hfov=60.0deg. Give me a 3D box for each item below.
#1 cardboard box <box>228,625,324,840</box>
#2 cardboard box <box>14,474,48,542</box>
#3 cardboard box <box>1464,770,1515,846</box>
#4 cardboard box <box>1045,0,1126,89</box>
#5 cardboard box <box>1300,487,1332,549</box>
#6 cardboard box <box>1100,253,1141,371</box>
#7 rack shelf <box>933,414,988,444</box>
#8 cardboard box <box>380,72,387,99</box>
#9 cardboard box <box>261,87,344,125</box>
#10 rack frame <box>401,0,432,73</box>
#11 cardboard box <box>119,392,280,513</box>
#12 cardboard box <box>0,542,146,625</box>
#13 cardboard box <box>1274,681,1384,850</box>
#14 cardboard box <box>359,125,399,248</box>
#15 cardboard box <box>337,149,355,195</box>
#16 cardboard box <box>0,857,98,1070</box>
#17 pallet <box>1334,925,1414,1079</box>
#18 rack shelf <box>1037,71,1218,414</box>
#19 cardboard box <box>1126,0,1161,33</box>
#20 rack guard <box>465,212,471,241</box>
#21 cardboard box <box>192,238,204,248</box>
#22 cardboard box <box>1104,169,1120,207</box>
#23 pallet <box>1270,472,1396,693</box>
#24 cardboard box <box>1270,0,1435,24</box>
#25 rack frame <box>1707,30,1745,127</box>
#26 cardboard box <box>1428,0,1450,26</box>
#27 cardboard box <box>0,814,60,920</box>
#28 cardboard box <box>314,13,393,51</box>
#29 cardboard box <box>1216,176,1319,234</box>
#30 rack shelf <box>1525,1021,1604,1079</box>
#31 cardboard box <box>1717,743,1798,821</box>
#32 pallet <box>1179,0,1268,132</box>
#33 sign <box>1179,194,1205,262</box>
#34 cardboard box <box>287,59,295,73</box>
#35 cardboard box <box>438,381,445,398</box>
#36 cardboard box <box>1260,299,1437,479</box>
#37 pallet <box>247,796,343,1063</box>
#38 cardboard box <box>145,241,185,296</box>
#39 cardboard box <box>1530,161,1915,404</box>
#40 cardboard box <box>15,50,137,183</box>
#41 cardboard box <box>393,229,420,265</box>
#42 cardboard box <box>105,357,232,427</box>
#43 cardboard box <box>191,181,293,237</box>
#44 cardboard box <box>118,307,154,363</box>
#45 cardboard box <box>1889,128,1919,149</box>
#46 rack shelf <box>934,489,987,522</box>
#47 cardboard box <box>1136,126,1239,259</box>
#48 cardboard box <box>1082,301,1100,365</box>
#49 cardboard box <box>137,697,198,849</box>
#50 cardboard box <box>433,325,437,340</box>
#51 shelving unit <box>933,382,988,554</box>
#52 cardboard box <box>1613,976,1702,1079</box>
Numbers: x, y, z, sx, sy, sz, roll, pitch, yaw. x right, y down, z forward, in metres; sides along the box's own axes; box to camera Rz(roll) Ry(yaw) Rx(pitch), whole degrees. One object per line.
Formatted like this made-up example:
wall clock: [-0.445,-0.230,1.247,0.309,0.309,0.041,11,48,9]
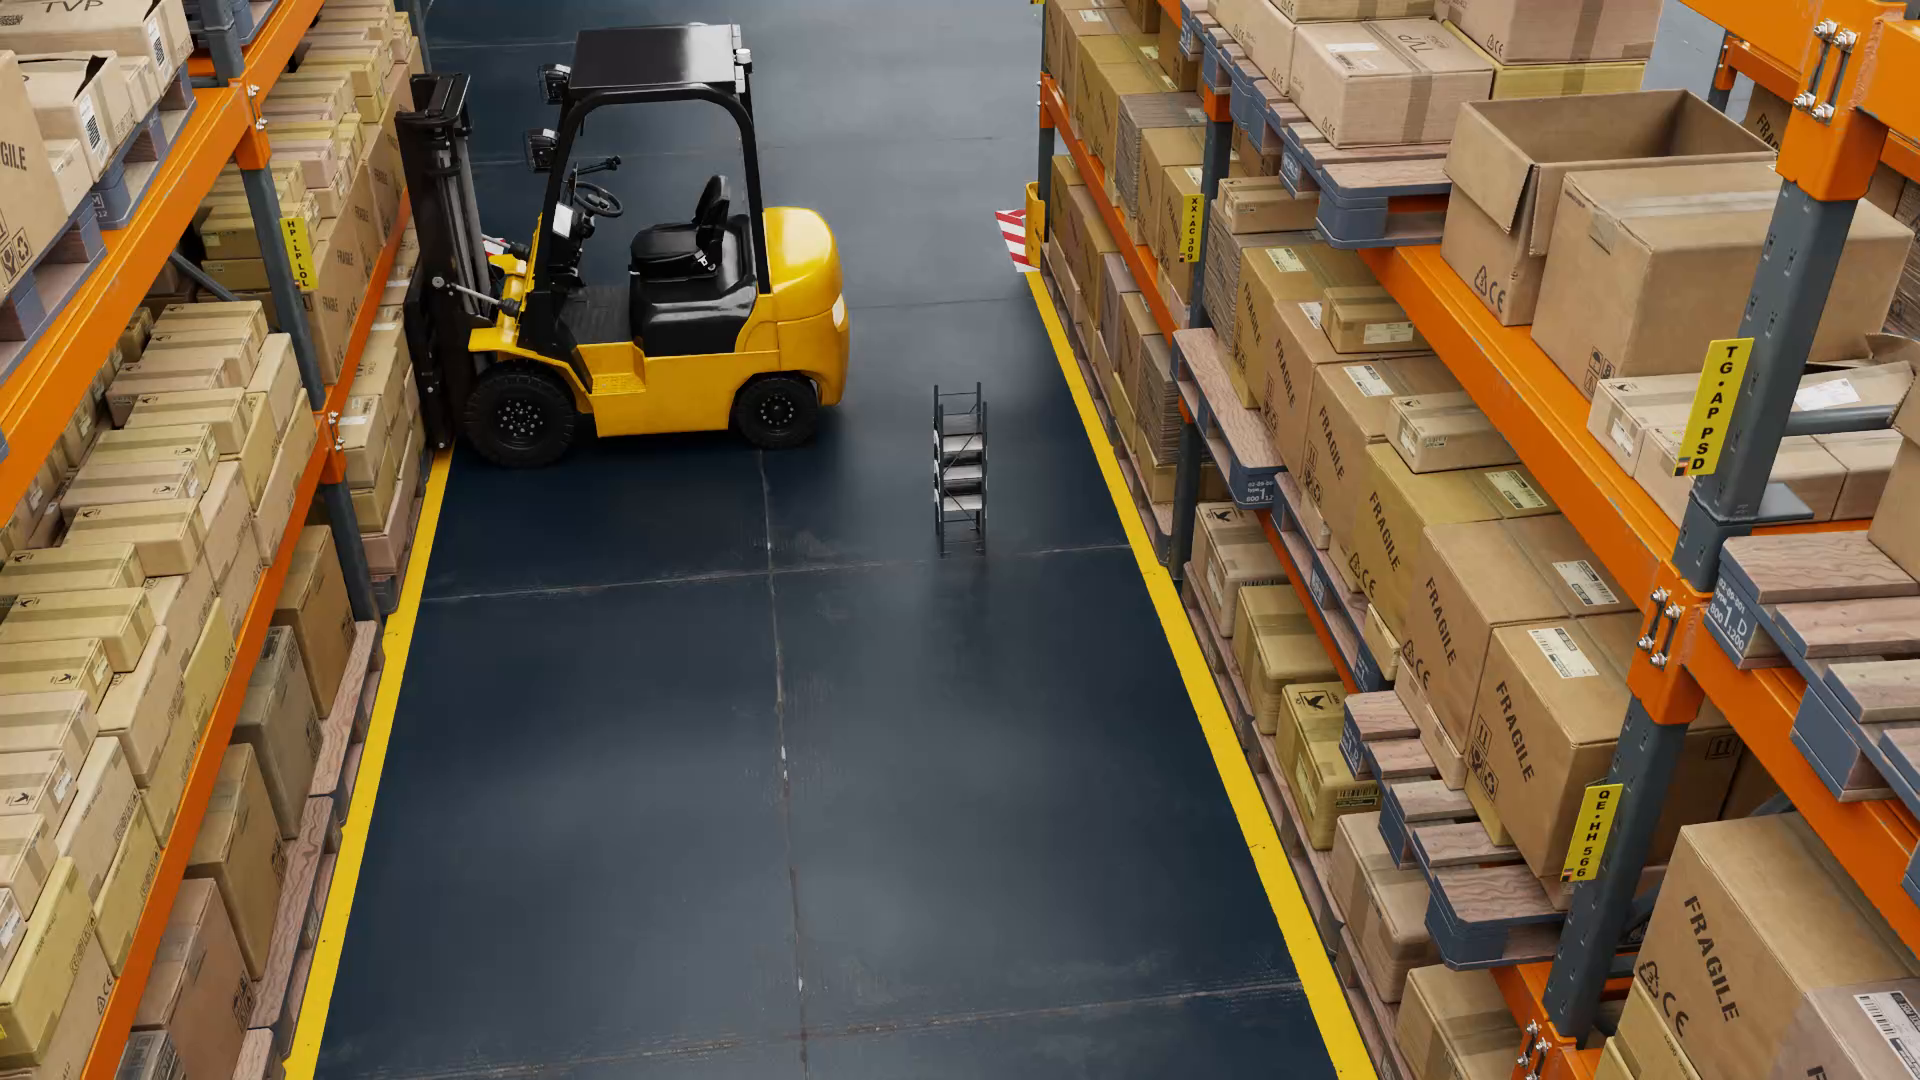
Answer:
cardboard box: [-3.154,0.815,6.755,0.875,0.625,0.625,-5,35,-7]
cardboard box: [-3.378,-0.098,5.694,0.380,0.149,0.250,-5,35,-7]
cardboard box: [1.739,0.759,4.952,0.380,0.149,0.250,-4,34,-6]
cardboard box: [0.837,-3.206,10.566,0.500,0.500,0.500,-5,35,-7]
cardboard box: [1.495,-0.103,6.216,0.380,0.149,0.250,-3,34,-5]
cardboard box: [1.100,-1.320,9.555,0.500,0.500,0.500,-3,34,-4]
rack shelf: [0.001,-0.563,8.485,0.258,0.077,0.200,-4,35,-6]
cardboard box: [-3.403,-2.511,9.235,0.380,0.149,0.250,-5,35,-8]
cardboard box: [-3.384,-2.200,8.514,0.380,0.149,0.250,-4,35,-6]
rack frame: [-3.870,-2.949,10.542,1.000,3.000,0.127,-4,35,-6]
cardboard box: [-2.937,-0.320,6.374,0.500,0.250,0.500,-5,35,-8]
cardboard box: [-2.860,0.149,5.332,0.380,0.149,0.250,-4,35,-6]
cardboard box: [1.854,0.899,6.856,0.950,0.372,0.625,-3,34,-5]
cardboard box: [-3.336,-1.879,8.884,0.500,0.500,0.500,-4,34,-6]
cardboard box: [-3.207,-1.801,8.193,0.380,0.149,0.250,-5,35,-7]
cardboard box: [-2.587,1.103,4.286,0.500,0.250,0.500,-4,35,-6]
pallet: [2.020,1.854,5.971,1.003,0.211,1.213,-4,35,-6]
rack shelf: [1.317,-1.913,9.662,1.077,0.370,4.000,-4,35,-6]
cardboard box: [1.394,-3.353,9.894,0.700,0.500,0.500,-4,34,-6]
rack guard: [-3.873,-1.929,11.266,1.175,0.500,0.348,-4,35,-6]
cardboard box: [-3.724,-1.266,7.985,0.500,0.500,0.500,-4,34,-6]
cardboard box: [1.025,-2.000,9.372,0.380,0.149,0.250,-4,34,-6]
pallet: [1.817,0.115,6.216,1.003,0.211,1.213,-4,35,-6]
cardboard box: [1.344,-2.018,5.830,0.500,0.250,0.500,-5,35,-7]
rack frame: [5.939,-3.758,11.730,1.000,3.000,0.127,-4,35,-6]
cardboard box: [1.871,-1.848,6.023,0.500,0.250,0.500,-4,34,-6]
cardboard box: [-2.582,0.857,4.292,0.380,0.149,0.250,-4,34,-5]
cardboard box: [-3.487,-2.918,9.568,0.380,0.149,0.250,-4,34,-5]
cardboard box: [1.299,-1.411,6.984,0.380,0.149,0.250,-5,35,-7]
rack shelf: [2.393,2.551,3.111,1.077,0.370,4.000,-4,35,-6]
cardboard box: [2.293,0.531,4.710,0.500,0.500,0.500,-5,35,-8]
pallet: [1.563,-1.904,6.512,1.213,0.211,1.003,-4,35,-6]
sign: [1.049,-1.407,7.511,0.100,0.325,0.005,-4,35,-6]
cardboard box: [-3.982,-2.620,9.395,0.380,0.149,0.250,-6,35,-8]
cardboard box: [-3.286,-0.902,9.607,0.500,0.250,0.500,-3,34,-5]
cardboard box: [1.486,-0.593,6.359,0.500,0.500,0.500,-5,35,-7]
pallet: [-3.027,1.526,6.452,1.003,0.211,1.213,-4,35,-6]
cardboard box: [-3.630,-1.186,7.290,0.380,0.149,0.250,-5,35,-7]
cardboard box: [2.006,-0.673,4.450,0.700,0.500,0.500,-4,35,-6]
cardboard box: [-2.890,-1.320,5.106,0.500,0.311,0.500,-5,35,-8]
cardboard box: [-3.347,-1.601,9.744,0.500,0.250,0.500,-4,34,-6]
cardboard box: [-3.033,-0.569,6.385,0.380,0.149,0.250,-4,35,-6]
cardboard box: [-3.223,-1.487,7.468,0.380,0.149,0.250,-4,34,-6]
cardboard box: [-3.498,-0.814,6.744,0.380,0.149,0.250,-5,35,-7]
cardboard box: [6.193,-2.696,10.039,0.875,0.550,0.500,-4,35,-6]
rack shelf: [0.001,-0.191,8.739,0.258,0.077,0.200,-4,35,-6]
cardboard box: [1.204,-1.775,8.466,0.500,0.500,0.500,-3,34,-5]
cardboard box: [1.029,-1.304,10.197,0.500,0.250,0.500,-2,34,-3]
cardboard box: [-2.751,0.743,5.257,0.500,0.250,0.500,-5,35,-8]
cardboard box: [-3.348,-1.377,9.861,0.500,0.250,0.500,-5,35,-7]
shelving unit: [0.001,-0.367,8.619,0.258,0.900,0.210,-4,35,-6]
cardboard box: [1.947,1.294,4.005,0.500,0.250,0.500,-5,35,-7]
